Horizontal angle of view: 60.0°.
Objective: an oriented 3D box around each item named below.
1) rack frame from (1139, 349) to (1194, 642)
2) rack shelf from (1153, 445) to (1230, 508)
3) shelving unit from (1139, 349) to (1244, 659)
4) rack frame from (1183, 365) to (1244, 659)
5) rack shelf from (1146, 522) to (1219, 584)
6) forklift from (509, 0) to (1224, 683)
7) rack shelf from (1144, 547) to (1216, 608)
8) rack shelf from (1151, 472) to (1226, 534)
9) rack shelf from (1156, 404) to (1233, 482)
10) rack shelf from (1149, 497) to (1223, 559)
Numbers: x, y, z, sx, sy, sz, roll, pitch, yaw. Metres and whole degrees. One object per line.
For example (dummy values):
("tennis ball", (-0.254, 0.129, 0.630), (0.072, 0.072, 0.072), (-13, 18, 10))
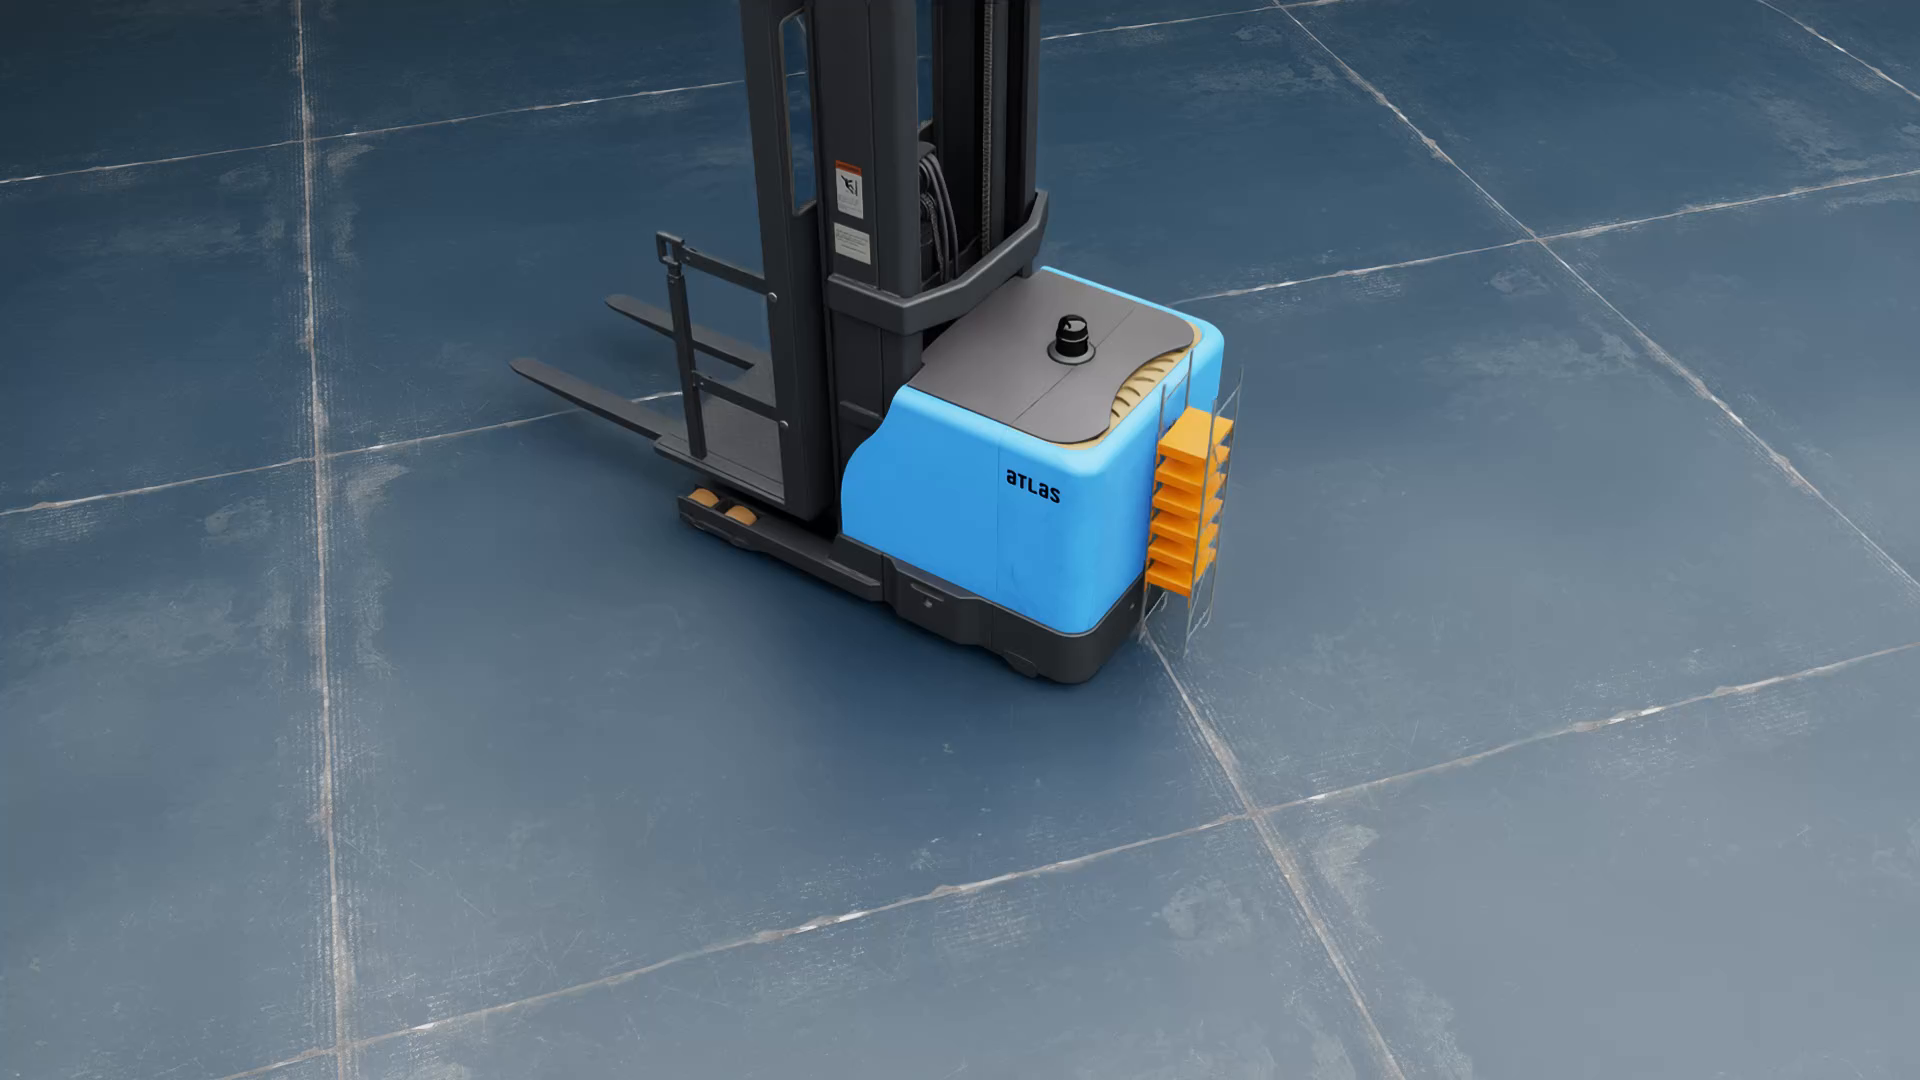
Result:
("rack frame", (0.738, -0.132, 5.988), (0.006, 1.200, 0.240), (21, 46, 23))
("rack shelf", (0.816, -0.248, 5.823), (0.180, 0.103, 0.258), (21, 46, 23))
("shelving unit", (0.817, -0.102, 5.952), (0.189, 1.200, 0.258), (21, 46, 23))
("rack frame", (0.895, -0.071, 5.917), (0.006, 1.200, 0.240), (21, 46, 23))
("rack shelf", (0.818, 0.021, 6.062), (0.180, 0.103, 0.258), (21, 46, 23))
("forklift", (-0.538, -1.340, 6.056), (3.031, 2.935, 1.130), (24, 46, 25))
("rack shelf", (0.818, 0.111, 6.141), (0.180, 0.103, 0.258), (21, 46, 23))
("rack shelf", (0.816, -0.158, 5.902), (0.180, 0.103, 0.258), (21, 46, 23))
("rack shelf", (0.815, -0.338, 5.743), (0.180, 0.103, 0.258), (21, 46, 23))
("rack shelf", (0.817, -0.069, 5.982), (0.180, 0.103, 0.258), (21, 46, 23))
